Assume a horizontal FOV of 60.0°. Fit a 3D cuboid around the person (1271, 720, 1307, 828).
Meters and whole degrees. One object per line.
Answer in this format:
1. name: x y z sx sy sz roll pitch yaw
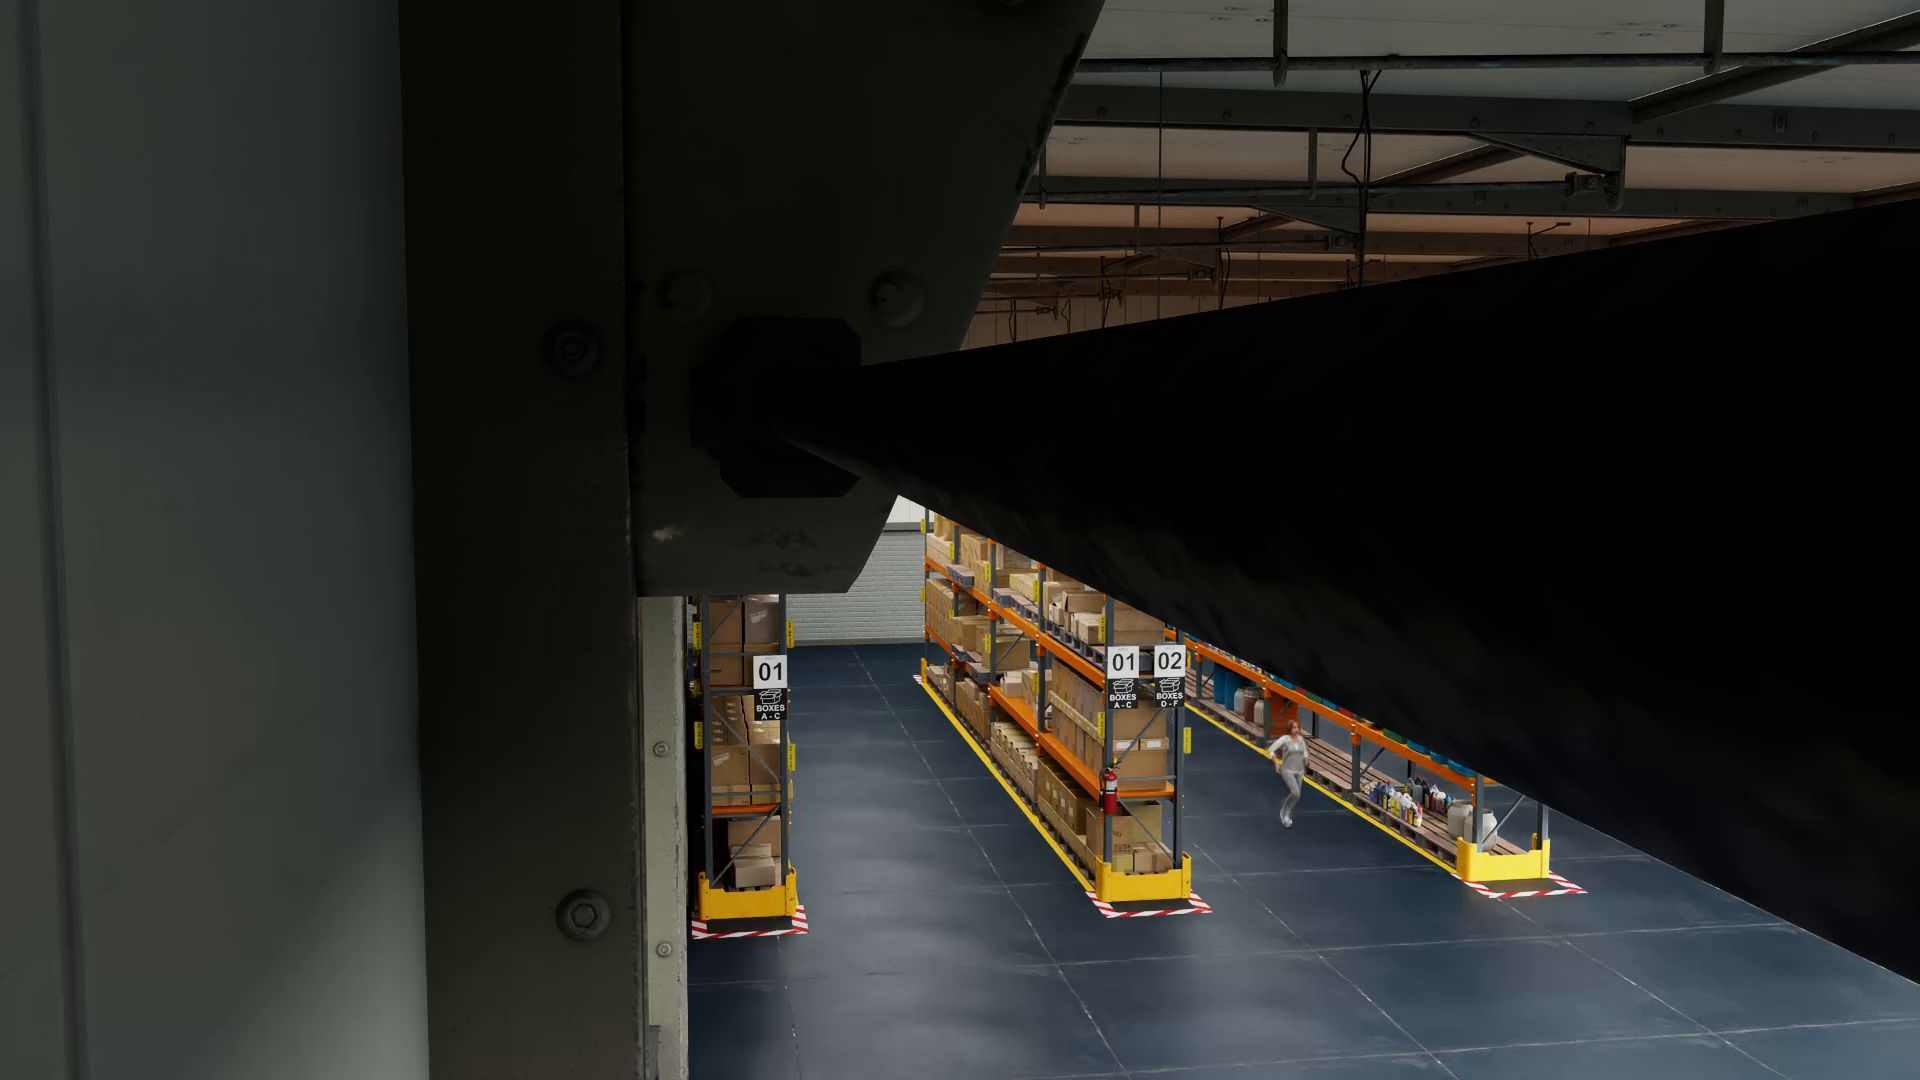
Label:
1. person: 4.815 3.401 24.185 0.457 1.574 0.645 -2 6 -25
